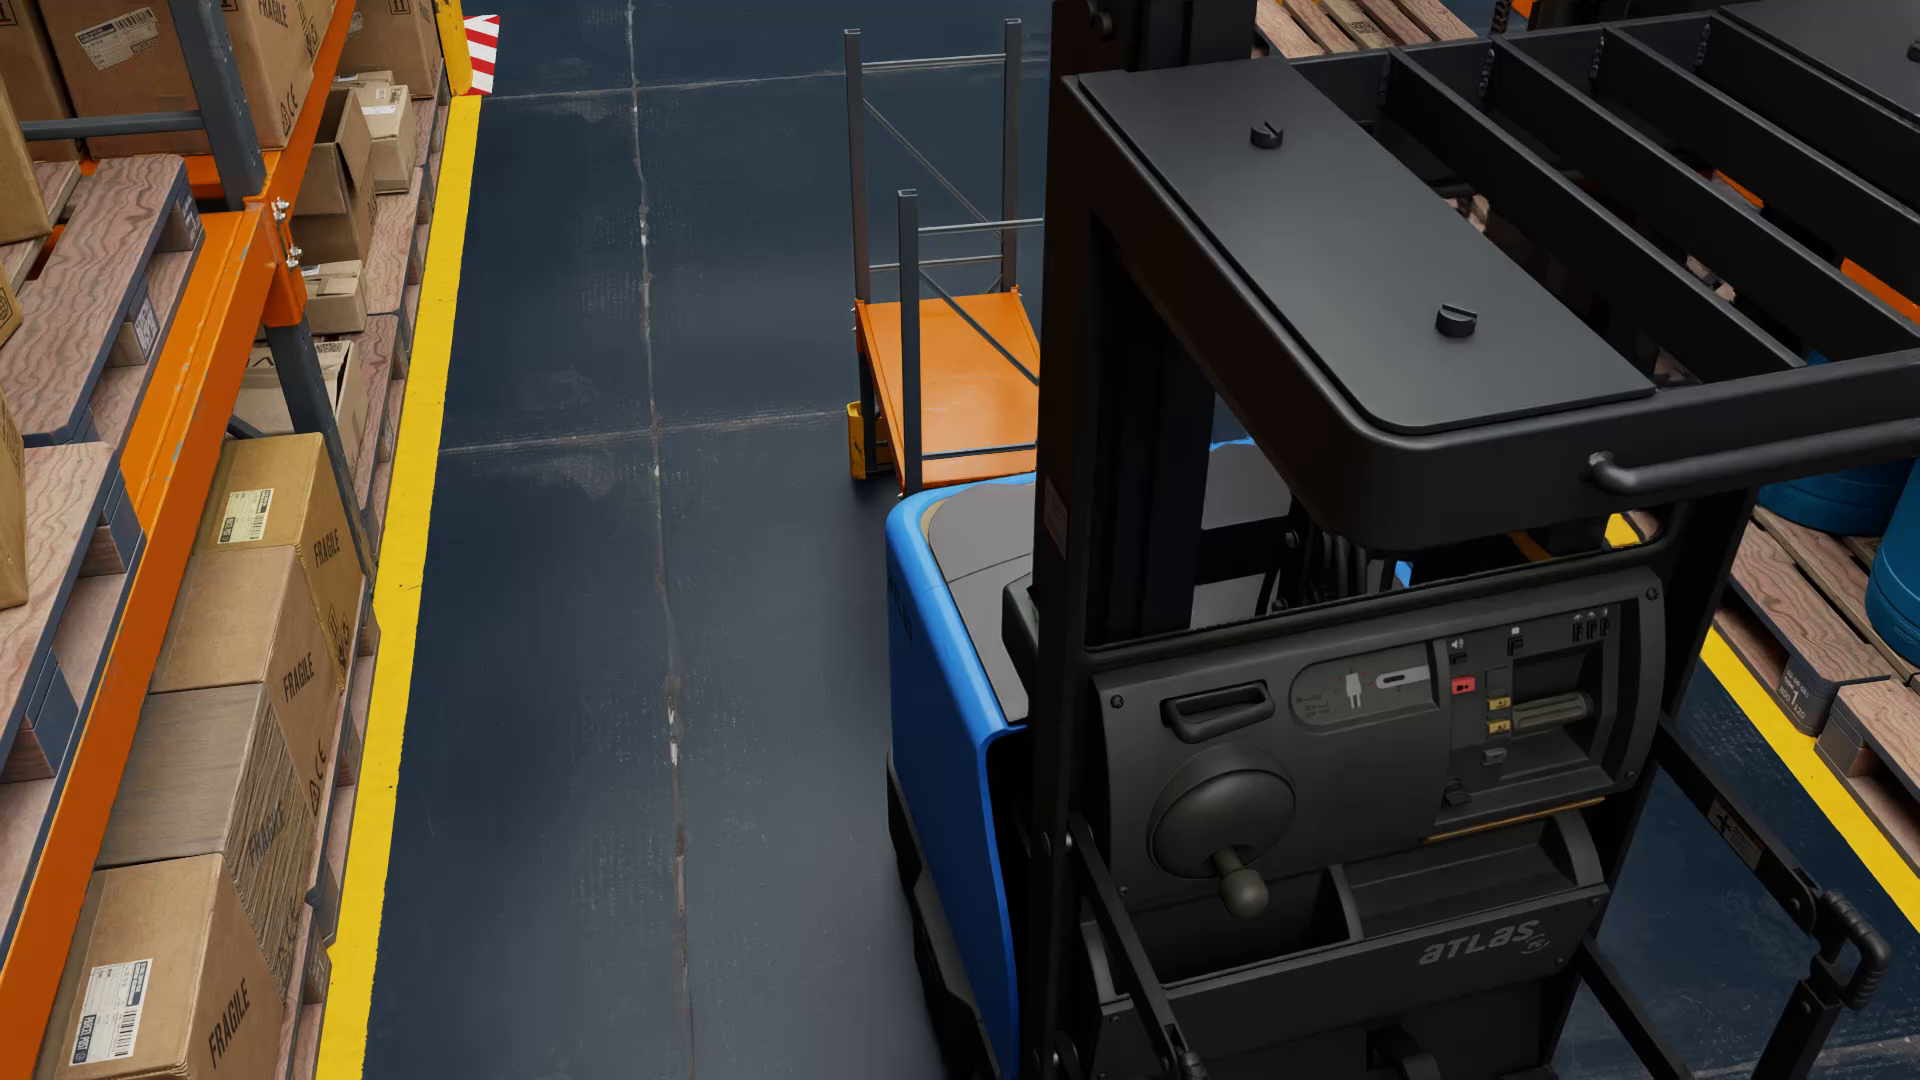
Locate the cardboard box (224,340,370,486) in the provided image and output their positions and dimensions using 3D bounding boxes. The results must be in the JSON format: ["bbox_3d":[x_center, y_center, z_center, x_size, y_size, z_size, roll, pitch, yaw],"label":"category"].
[{"bbox_3d":[-2.138,-0.387,5.136,0.500,0.311,0.500,-6,38,-8],"label":"cardboard box"}]

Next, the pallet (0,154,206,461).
[{"bbox_3d":[-2.245,-0.428,3.513,1.003,0.211,1.213,-6,38,-8],"label":"pallet"}]

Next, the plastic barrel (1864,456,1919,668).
[{"bbox_3d":[2.802,-0.108,4.312,0.600,0.901,0.708,-6,38,-8],"label":"plastic barrel"}]

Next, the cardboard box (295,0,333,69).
[{"bbox_3d":[-2.192,-1.684,4.891,0.500,0.500,0.500,-6,38,-7],"label":"cardboard box"}]

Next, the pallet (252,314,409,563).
[{"bbox_3d":[-2.397,-0.312,5.480,1.003,0.211,1.213,-6,38,-8],"label":"pallet"}]

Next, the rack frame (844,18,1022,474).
[{"bbox_3d":[-0.074,-0.848,5.119,0.500,1.500,0.032,-6,38,-8],"label":"rack frame"}]

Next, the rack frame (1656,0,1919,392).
[{"bbox_3d":[2.599,-1.529,4.773,1.000,3.000,0.127,-6,38,-8],"label":"rack frame"}]

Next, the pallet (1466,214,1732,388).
[{"bbox_3d":[2.432,-0.868,6.195,1.003,0.211,1.213,-6,38,-8],"label":"pallet"}]

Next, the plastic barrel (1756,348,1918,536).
[{"bbox_3d":[2.678,-0.536,4.862,0.600,0.901,0.708,-6,38,-8],"label":"plastic barrel"}]

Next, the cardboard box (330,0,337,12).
[{"bbox_3d":[-2.277,-1.986,5.280,0.500,0.500,0.500,-6,38,-8],"label":"cardboard box"}]

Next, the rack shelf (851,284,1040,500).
[{"bbox_3d":[0.015,-0.399,4.834,0.538,0.185,1.000,-6,38,-8],"label":"rack shelf"}]

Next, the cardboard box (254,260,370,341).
[{"bbox_3d":[-2.300,-0.851,5.852,0.380,0.166,0.250,-6,38,-8],"label":"cardboard box"}]

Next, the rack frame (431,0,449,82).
[{"bbox_3d":[-2.979,-3.414,7.200,1.000,3.000,0.127,-6,38,-8],"label":"rack frame"}]

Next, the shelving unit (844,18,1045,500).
[{"bbox_3d":[0.013,-0.546,4.731,0.587,1.500,1.083,-6,38,-8],"label":"shelving unit"}]

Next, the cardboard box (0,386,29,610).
[{"bbox_3d":[-1.907,-0.143,2.565,0.700,0.500,0.500,-16,41,-19],"label":"cardboard box"}]

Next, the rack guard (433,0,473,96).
[{"bbox_3d":[-2.966,-2.381,7.908,1.175,0.500,0.348,-6,38,-8],"label":"rack guard"}]

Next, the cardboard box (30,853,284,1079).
[{"bbox_3d":[-1.652,0.992,3.207,0.500,0.500,0.500,-7,38,-9],"label":"cardboard box"}]

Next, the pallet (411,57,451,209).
[{"bbox_3d":[-2.825,-1.786,7.377,1.003,0.211,1.213,-6,38,-8],"label":"pallet"}]

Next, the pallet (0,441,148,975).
[{"bbox_3d":[-1.922,0.319,2.550,1.003,0.211,1.213,-6,38,-8],"label":"pallet"}]

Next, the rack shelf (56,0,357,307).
[{"bbox_3d":[-2.628,-1.922,5.866,1.077,0.370,4.000,-6,38,-8],"label":"rack shelf"}]

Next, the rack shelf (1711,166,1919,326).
[{"bbox_3d":[2.950,-0.037,3.439,1.077,0.370,4.000,-6,38,-8],"label":"rack shelf"}]

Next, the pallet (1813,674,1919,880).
[{"bbox_3d":[2.911,0.781,4.072,1.003,0.211,1.213,-6,38,-8],"label":"pallet"}]

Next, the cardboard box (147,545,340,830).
[{"bbox_3d":[-1.831,0.382,3.992,0.500,0.500,0.500,-6,38,-8],"label":"cardboard box"}]

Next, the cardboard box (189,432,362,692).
[{"bbox_3d":[-1.909,0.082,4.378,0.500,0.500,0.500,-6,38,-8],"label":"cardboard box"}]

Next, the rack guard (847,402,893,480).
[{"bbox_3d":[-0.074,-0.353,5.501,0.587,0.250,0.087,-6,38,-8],"label":"rack guard"}]

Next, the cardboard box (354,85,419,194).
[{"bbox_3d":[-2.504,-1.623,6.777,0.500,0.250,0.500,-6,38,-8],"label":"cardboard box"}]

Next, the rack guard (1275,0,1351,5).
[{"bbox_3d":[1.881,-2.971,8.666,1.175,0.500,0.348,-6,38,-8],"label":"rack guard"}]

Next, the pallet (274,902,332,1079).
[{"bbox_3d":[-1.881,1.329,3.368,1.003,0.211,1.213,-6,38,-8],"label":"pallet"}]

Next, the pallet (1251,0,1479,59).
[{"bbox_3d":[2.005,-2.341,8.092,1.003,0.211,1.213,-6,38,-8],"label":"pallet"}]

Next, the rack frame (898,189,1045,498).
[{"bbox_3d":[0.104,-0.234,4.328,0.500,1.500,0.032,-6,38,-8],"label":"rack frame"}]

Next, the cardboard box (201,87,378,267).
[{"bbox_3d":[-2.612,-1.320,6.181,0.797,0.503,0.637,-6,38,-8],"label":"cardboard box"}]

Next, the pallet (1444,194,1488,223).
[{"bbox_3d":[2.215,-1.606,7.145,1.003,0.211,1.213,-6,38,-8],"label":"pallet"}]

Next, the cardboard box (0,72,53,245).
[{"bbox_3d":[-2.415,-0.893,3.531,0.700,0.500,0.500,-19,42,-23],"label":"cardboard box"}]

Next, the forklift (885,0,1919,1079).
[{"bbox_3d":[0.716,0.380,2.371,1.130,2.935,3.031,-10,39,-13],"label":"forklift"}]

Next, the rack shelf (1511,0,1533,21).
[{"bbox_3d":[2.249,-2.453,6.549,1.077,0.370,4.000,-6,38,-8],"label":"rack shelf"}]

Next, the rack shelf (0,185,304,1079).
[{"bbox_3d":[-1.927,0.494,2.756,1.077,0.370,4.000,-6,38,-8],"label":"rack shelf"}]

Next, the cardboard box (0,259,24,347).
[{"bbox_3d":[-2.232,-0.485,3.005,0.700,0.500,0.500,-1,38,-1],"label":"cardboard box"}]

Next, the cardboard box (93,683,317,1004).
[{"bbox_3d":[-1.743,0.685,3.603,0.500,0.500,0.500,-6,38,-7],"label":"cardboard box"}]

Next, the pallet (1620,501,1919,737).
[{"bbox_3d":[2.694,0.043,5.023,1.003,0.211,1.213,-6,38,-8],"label":"pallet"}]

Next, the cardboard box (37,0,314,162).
[{"bbox_3d":[-2.099,-1.375,4.493,0.500,0.500,0.500,-5,38,-7],"label":"cardboard box"}]

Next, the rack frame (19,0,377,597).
[{"bbox_3d":[-2.278,-0.998,4.090,1.000,3.000,0.127,-6,38,-8],"label":"rack frame"}]

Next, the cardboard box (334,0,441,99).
[{"bbox_3d":[-2.641,-2.299,7.443,0.500,0.500,0.500,-6,38,-8],"label":"cardboard box"}]

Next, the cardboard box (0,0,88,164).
[{"bbox_3d":[-2.618,-1.312,4.412,0.500,0.500,0.500,-6,38,-7],"label":"cardboard box"}]

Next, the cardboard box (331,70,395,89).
[{"bbox_3d":[-2.659,-1.913,7.218,0.380,0.166,0.250,-6,38,-8],"label":"cardboard box"}]

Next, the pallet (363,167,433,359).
[{"bbox_3d":[-2.615,-1.050,6.430,1.003,0.211,1.213,-6,38,-8],"label":"pallet"}]

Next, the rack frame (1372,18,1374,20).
[{"bbox_3d":[1.898,-3.945,7.883,1.000,3.000,0.127,-6,38,-8],"label":"rack frame"}]

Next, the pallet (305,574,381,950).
[{"bbox_3d":[-2.098,0.590,4.318,1.003,0.211,1.213,-6,38,-8],"label":"pallet"}]
